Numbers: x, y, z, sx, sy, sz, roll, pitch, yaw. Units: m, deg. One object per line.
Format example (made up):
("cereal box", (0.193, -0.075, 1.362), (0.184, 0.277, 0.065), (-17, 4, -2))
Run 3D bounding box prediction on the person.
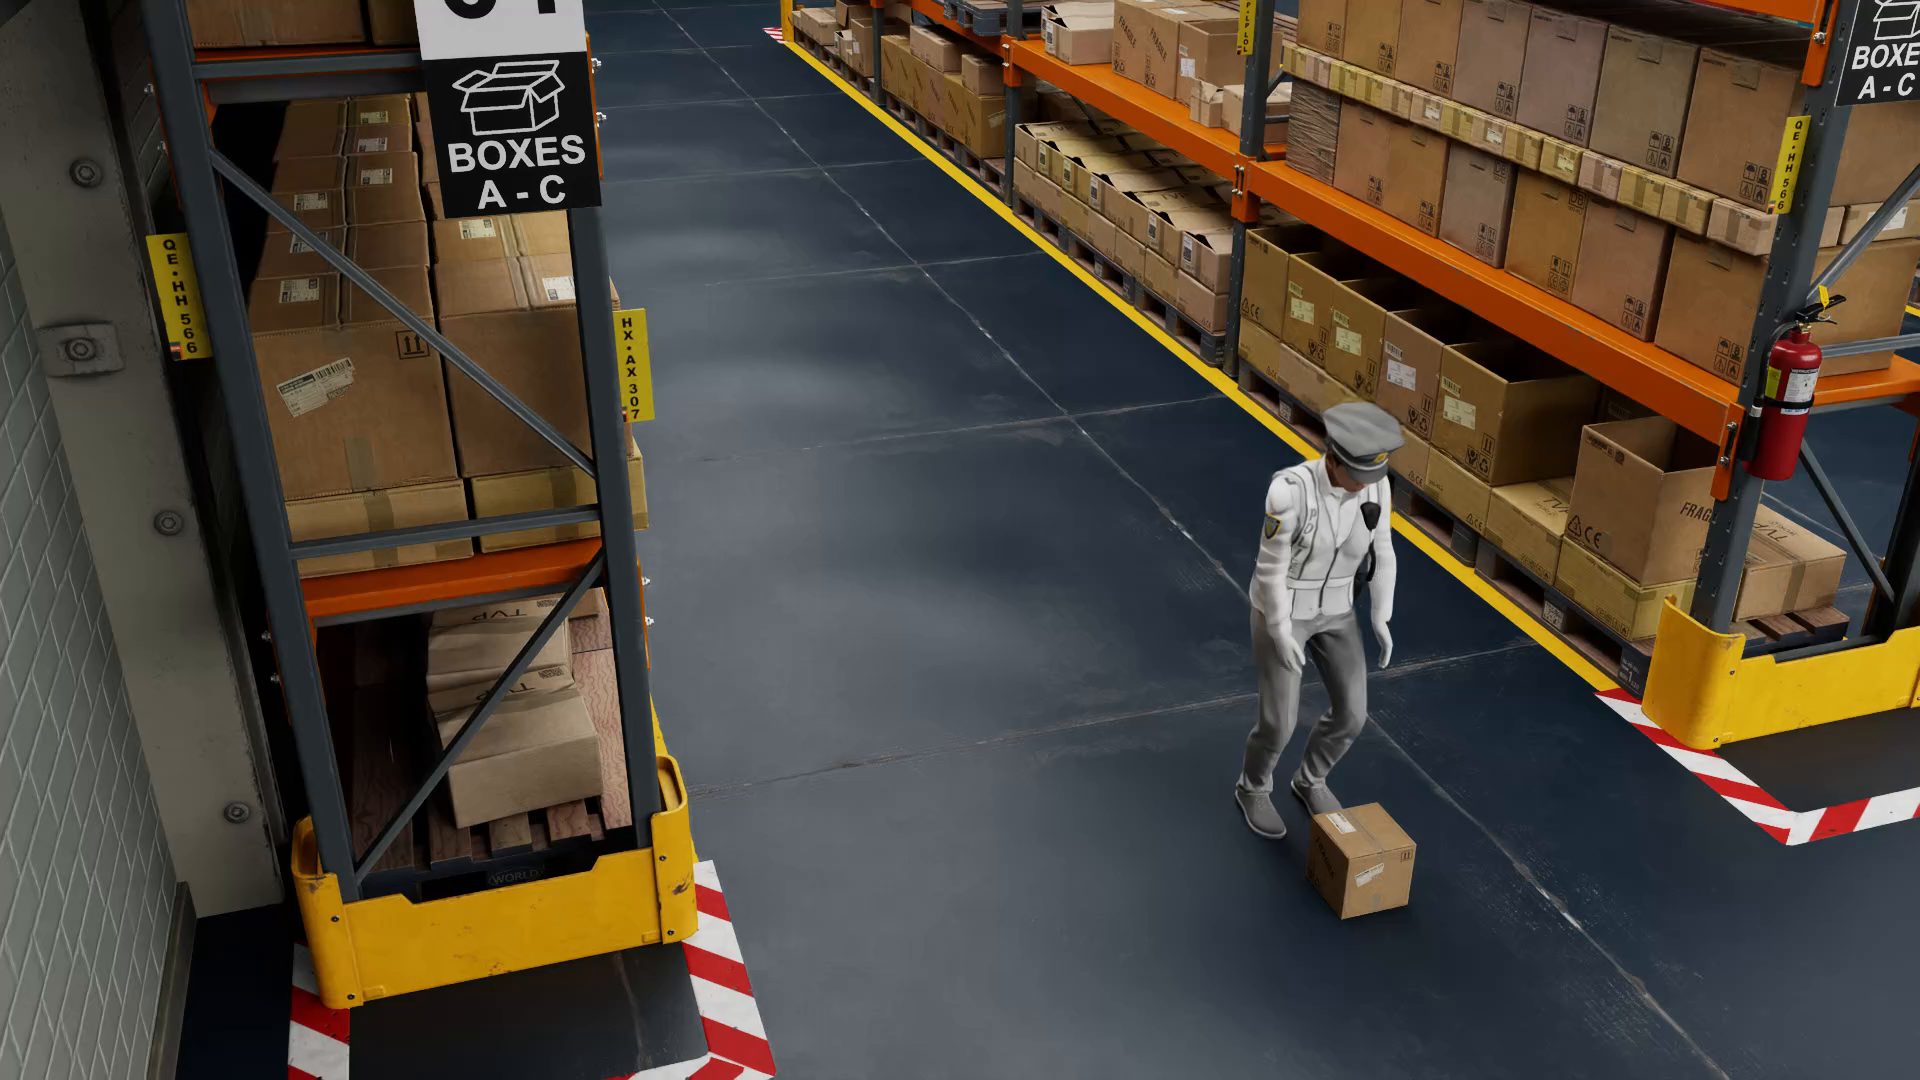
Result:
("person", (1.225, 0.276, 5.642), (0.508, 1.604, 0.485), (-8, 27, -15))
